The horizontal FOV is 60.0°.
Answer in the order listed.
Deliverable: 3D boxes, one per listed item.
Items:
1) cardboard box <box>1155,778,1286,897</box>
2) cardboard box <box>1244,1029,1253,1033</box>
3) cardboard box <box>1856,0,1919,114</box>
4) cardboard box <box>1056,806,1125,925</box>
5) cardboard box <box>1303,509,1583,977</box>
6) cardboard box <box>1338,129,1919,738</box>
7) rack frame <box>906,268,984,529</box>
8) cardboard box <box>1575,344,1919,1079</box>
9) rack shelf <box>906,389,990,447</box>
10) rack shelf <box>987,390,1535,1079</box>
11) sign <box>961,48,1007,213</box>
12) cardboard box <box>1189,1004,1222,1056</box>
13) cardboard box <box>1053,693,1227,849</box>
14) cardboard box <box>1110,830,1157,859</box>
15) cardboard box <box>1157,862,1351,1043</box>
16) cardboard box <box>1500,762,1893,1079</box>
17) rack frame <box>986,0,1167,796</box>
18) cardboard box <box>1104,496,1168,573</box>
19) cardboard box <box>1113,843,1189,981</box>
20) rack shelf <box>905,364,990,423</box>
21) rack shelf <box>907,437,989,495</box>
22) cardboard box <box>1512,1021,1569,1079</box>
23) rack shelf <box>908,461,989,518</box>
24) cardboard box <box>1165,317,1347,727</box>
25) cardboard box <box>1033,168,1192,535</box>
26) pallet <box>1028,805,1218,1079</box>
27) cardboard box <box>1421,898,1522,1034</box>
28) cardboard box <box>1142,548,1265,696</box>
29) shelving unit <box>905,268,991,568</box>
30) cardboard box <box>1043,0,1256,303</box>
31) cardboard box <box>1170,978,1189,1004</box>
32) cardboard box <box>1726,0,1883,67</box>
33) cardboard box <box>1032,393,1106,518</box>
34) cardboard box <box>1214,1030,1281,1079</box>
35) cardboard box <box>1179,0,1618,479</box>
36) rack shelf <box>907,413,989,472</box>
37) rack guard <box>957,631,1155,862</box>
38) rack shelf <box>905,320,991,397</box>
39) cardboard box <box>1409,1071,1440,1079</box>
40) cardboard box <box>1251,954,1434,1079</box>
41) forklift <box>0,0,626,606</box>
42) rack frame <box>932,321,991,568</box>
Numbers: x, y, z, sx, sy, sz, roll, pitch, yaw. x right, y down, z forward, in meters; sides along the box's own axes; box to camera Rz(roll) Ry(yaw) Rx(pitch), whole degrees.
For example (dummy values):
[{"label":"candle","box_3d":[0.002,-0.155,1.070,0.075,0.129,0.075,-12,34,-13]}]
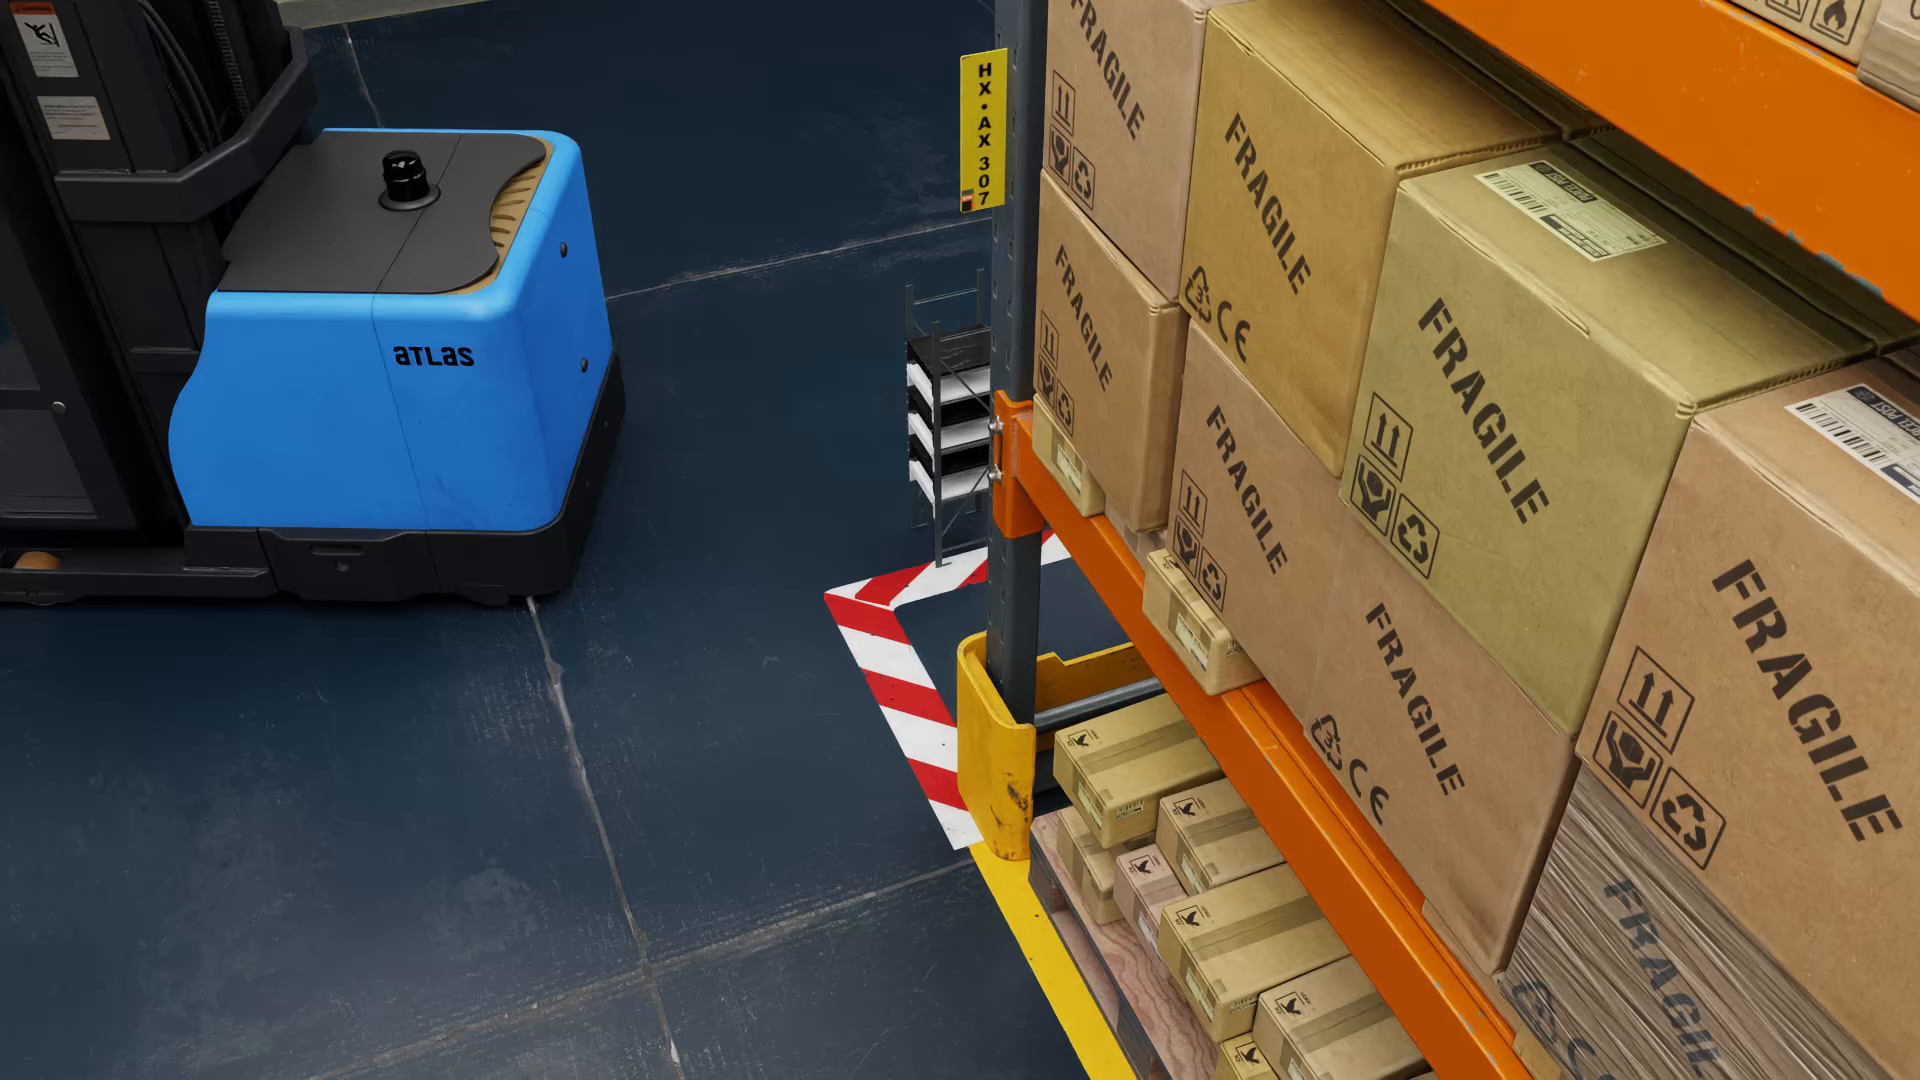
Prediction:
[{"label":"cardboard box","box_3d":[0.653,0.642,3.610,0.380,0.149,0.250,-14,43,-16]},{"label":"cardboard box","box_3d":[0.741,0.903,3.536,0.380,0.149,0.250,-15,43,-16]},{"label":"cardboard box","box_3d":[1.079,-0.397,1.226,0.500,0.250,0.500,-15,43,-17]},{"label":"cardboard box","box_3d":[0.454,0.727,3.968,0.380,0.149,0.250,-14,43,-16]},{"label":"cardboard box","box_3d":[0.870,0.213,2.397,0.500,0.500,0.500,-15,43,-16]},{"label":"cardboard box","box_3d":[0.853,-0.162,2.066,0.500,0.500,0.500,-16,43,-18]},{"label":"rack frame","box_3d":[-0.042,-0.407,5.034,0.240,0.900,0.006,-15,43,-17]},{"label":"cardboard box","box_3d":[1.052,0.144,1.710,0.500,0.500,0.500,-16,43,-18]},{"label":"rack shelf","box_3d":[-0.003,-0.389,4.925,0.258,0.077,0.200,-15,43,-17]},{"label":"rack shelf","box_3d":[1.315,0.887,2.469,1.077,0.370,4.000,-15,43,-17]},{"label":"sign","box_3d":[0.048,-0.783,3.196,0.100,0.325,0.005,-15,43,-17]},{"label":"cardboard box","box_3d":[0.731,1.012,3.637,0.380,0.149,0.250,-15,43,-16]},{"label":"cardboard box","box_3d":[0.436,0.506,3.769,0.380,0.149,0.250,-17,44,-19]},{"label":"cardboard box","box_3d":[0.513,0.598,3.890,0.380,0.149,0.250,-13,42,-15]},{"label":"cardboard box","box_3d":[0.631,0.826,3.397,0.380,0.149,0.250,-15,43,-17]},{"label":"cardboard box","box_3d":[1.071,0.518,2.042,0.500,0.500,0.500,-16,43,-18]},{"label":"rack frame","box_3d":[0.549,-0.590,3.636,1.000,3.000,0.127,-15,43,-17]},{"label":"cardboard box","box_3d":[0.506,-0.075,3.229,0.380,0.149,0.250,-14,43,-15]},{"label":"cardboard box","box_3d":[0.565,0.778,3.682,0.380,0.149,0.250,-15,43,-17]},{"label":"rack shelf","box_3d":[-0.003,-0.457,4.867,0.258,0.077,0.200,-15,43,-17]},{"label":"rack shelf","box_3d":[-0.003,-0.253,5.043,0.258,0.077,0.200,-15,43,-17]},{"label":"cardboard box","box_3d":[1.015,0.709,2.318,0.380,0.149,0.250,-14,43,-15]},{"label":"rack shelf","box_3d":[-0.003,-0.184,5.101,0.258,0.077,0.200,-15,43,-17]},{"label":"cardboard box","box_3d":[0.694,-0.085,2.744,0.500,0.500,0.500,-15,43,-17]},{"label":"cardboard box","box_3d":[0.466,-0.401,3.111,0.500,0.500,0.500,-13,42,-15]},{"label":"pallet","box_3d":[0.857,1.011,3.912,1.003,0.211,1.213,-15,43,-17]},{"label":"cardboard box","box_3d":[0.935,0.548,2.505,0.380,0.149,0.250,-16,43,-18]},{"label":"cardboard box","box_3d":[0.560,0.100,3.025,0.380,0.149,0.250,-16,43,-18]},{"label":"shelving unit","box_3d":[-0.003,-0.346,4.962,0.258,0.900,0.210,-15,43,-17]},{"label":"cardboard box","box_3d":[0.476,-0.783,2.789,0.500,0.500,0.500,-15,43,-17]},{"label":"cardboard box","box_3d":[0.630,0.864,3.809,0.380,0.149,0.250,-15,43,-17]},{"label":"cardboard box","box_3d":[0.892,-0.711,1.591,0.500,0.250,0.500,-16,43,-18]},{"label":"cardboard box","box_3d":[0.371,-0.218,3.396,0.380,0.149,0.250,-15,43,-17]},{"label":"cardboard box","box_3d":[0.739,1.085,3.325,0.380,0.149,0.250,-14,43,-16]},{"label":"cardboard box","box_3d":[0.675,-0.481,2.437,0.500,0.500,0.500,-14,43,-16]},{"label":"rack shelf","box_3d":[-0.003,-0.321,4.984,0.258,0.077,0.200,-15,43,-17]},{"label":"rack guard","box_3d":[0.579,0.403,4.397,1.175,0.500,0.348,-15,43,-17]},{"label":"rack shelf","box_3d":[-0.003,-0.526,4.808,0.258,0.077,0.200,-15,43,-17]},{"label":"cardboard box","box_3d":[0.899,1.124,3.050,0.380,0.149,0.250,-14,43,-15]},{"label":"cardboard box","box_3d":[0.802,0.955,3.247,0.380,0.149,0.250,-17,44,-19]},{"label":"forklift","box_3d":[-2.663,-1.258,4.465,3.031,2.935,1.130,1,41,1]},{"label":"rack frame","box_3d":[0.036,-0.285,4.891,0.240,0.900,0.006,-15,43,-17]}]
